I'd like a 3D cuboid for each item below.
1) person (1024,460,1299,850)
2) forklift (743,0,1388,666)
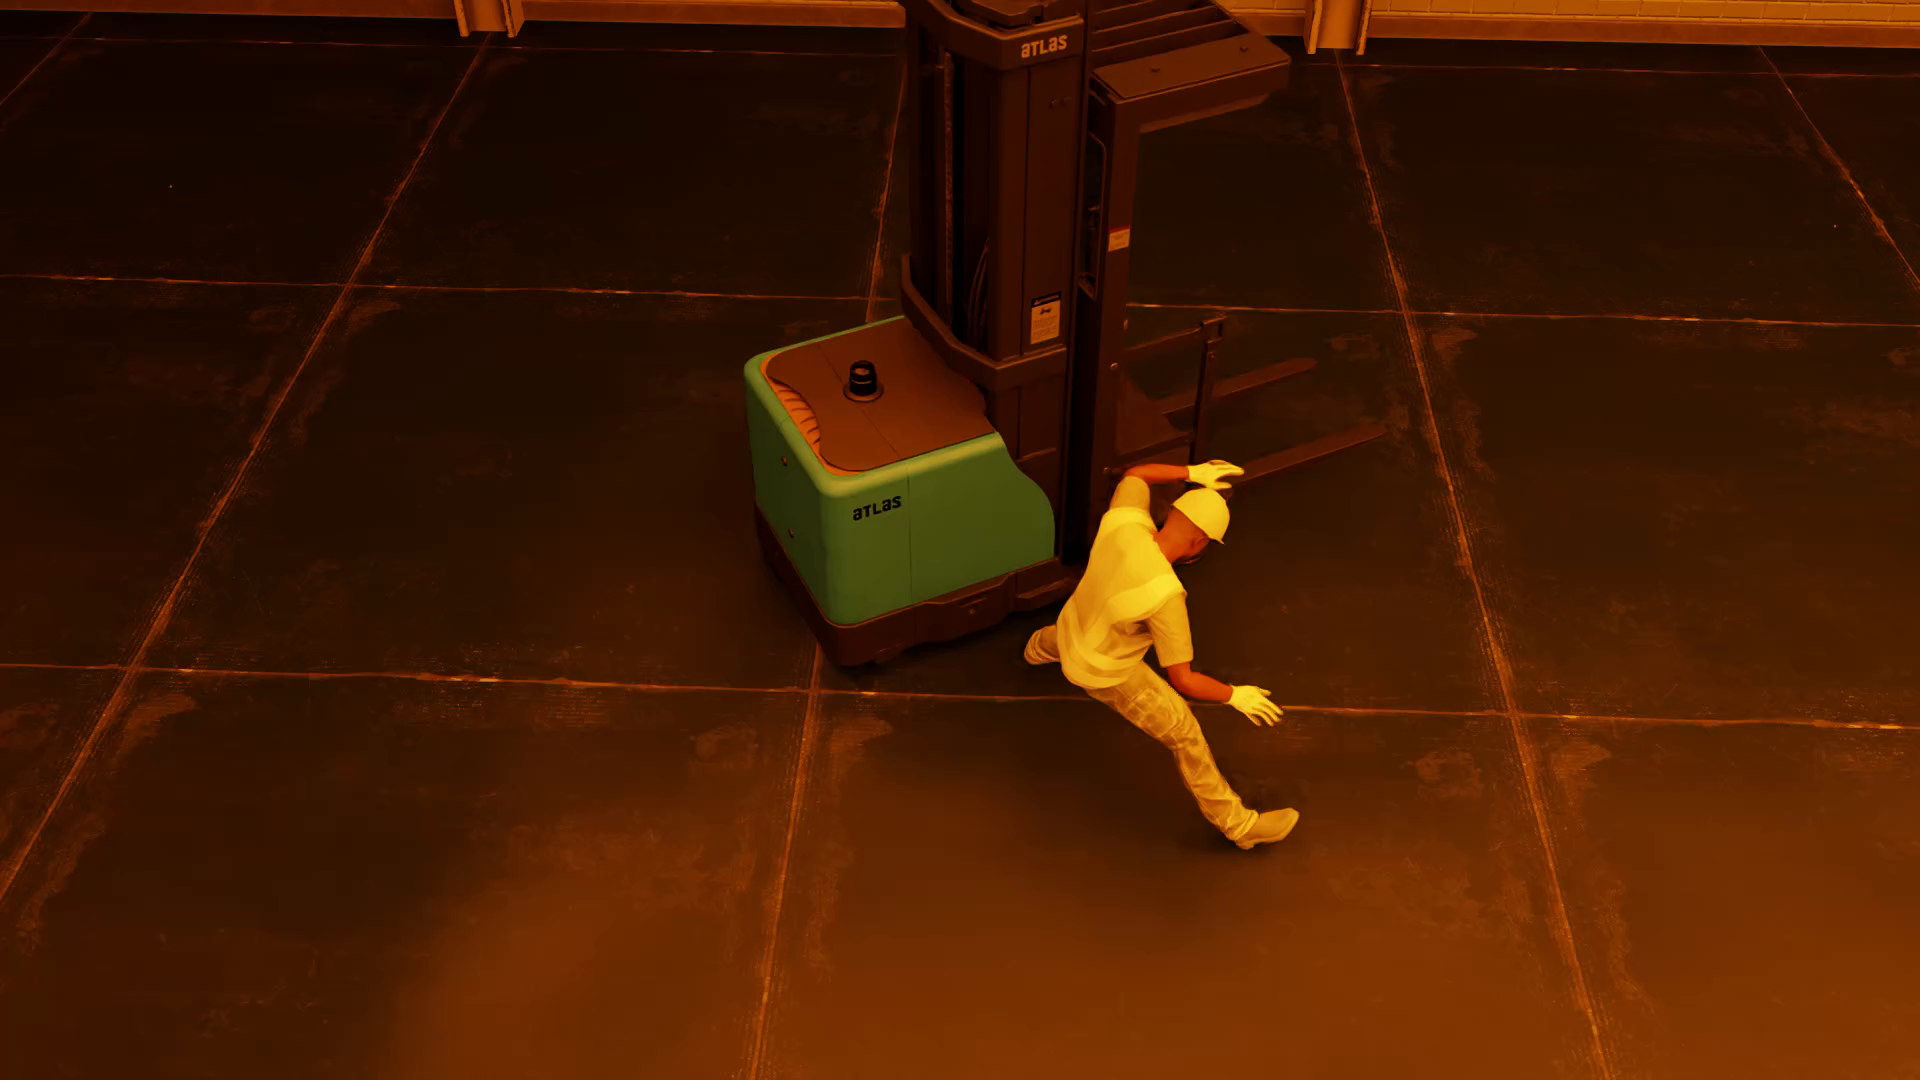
[{"bbox_3d":[0.797,0.347,6.501,0.974,1.420,1.253,-2,42,-2],"label":"person"},{"bbox_3d":[0.602,-1.218,7.077,3.031,2.935,1.130,-18,45,-19],"label":"forklift"}]
